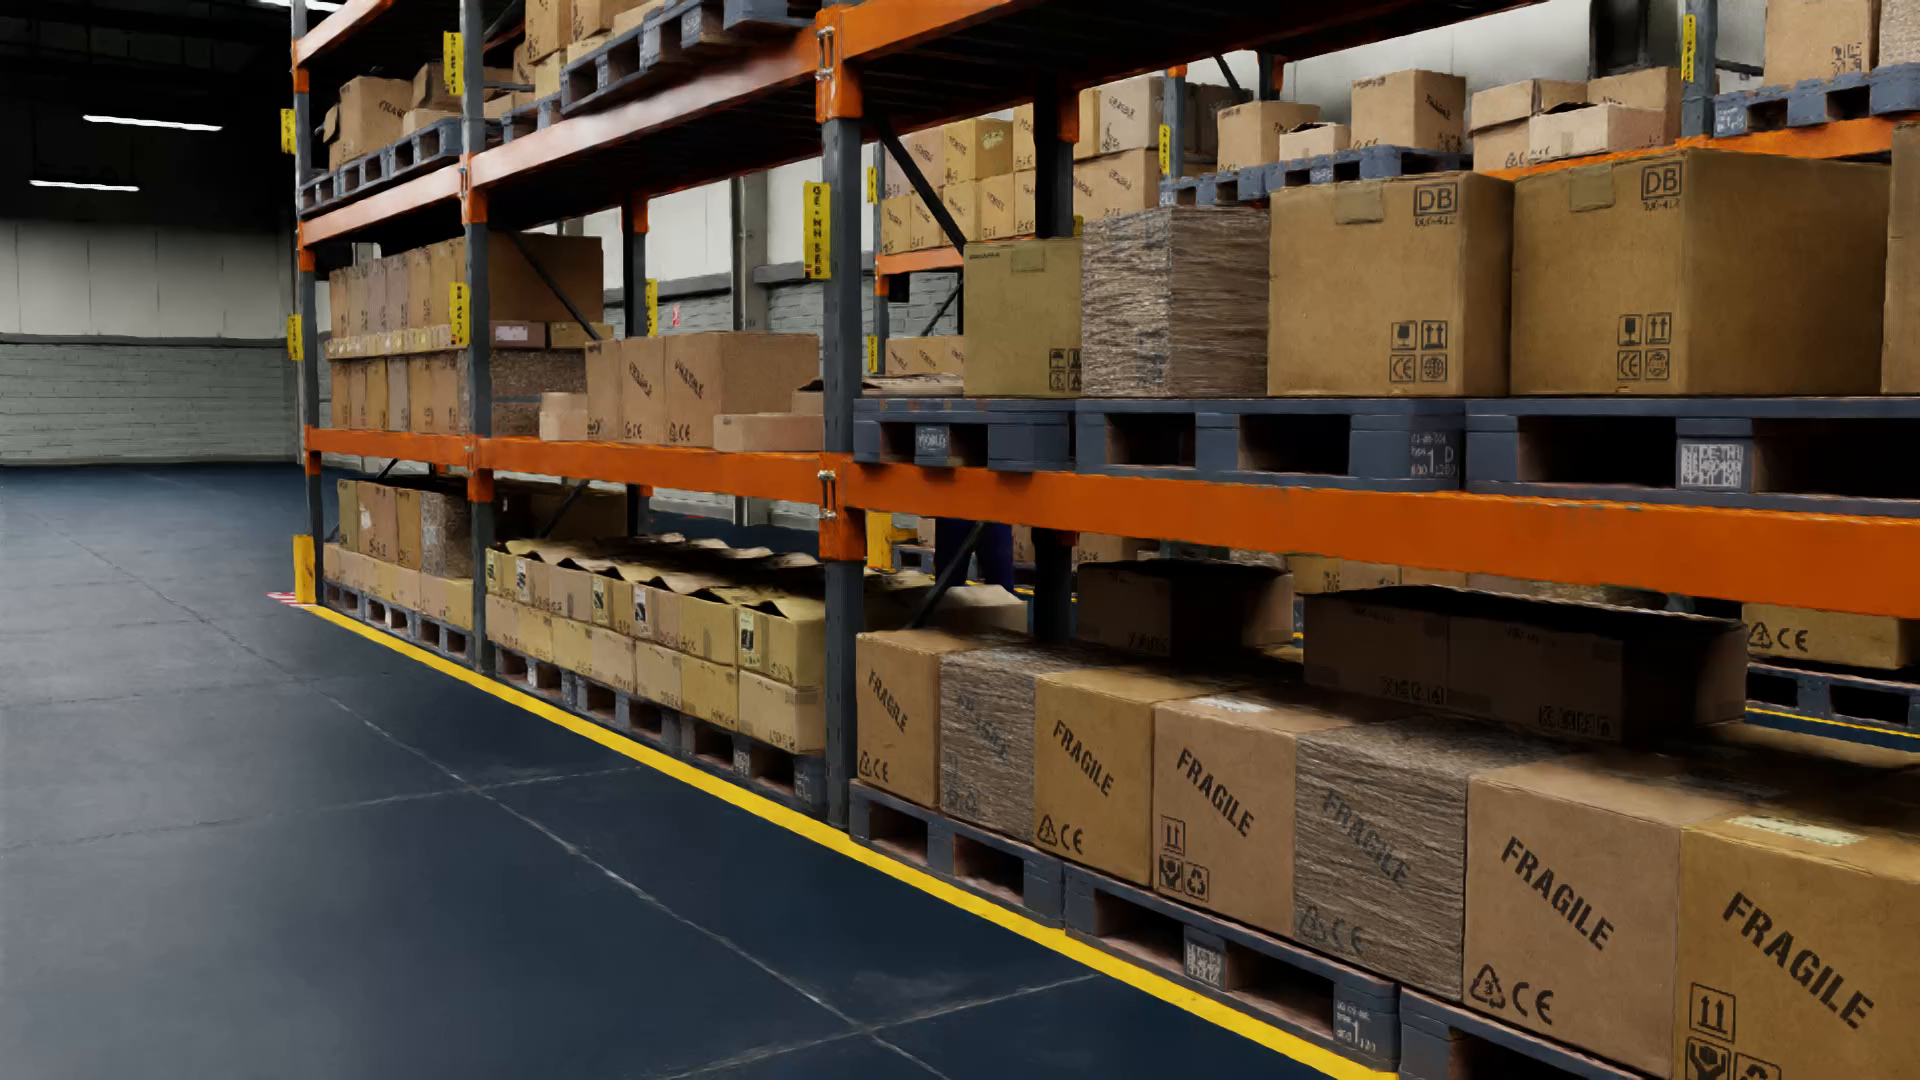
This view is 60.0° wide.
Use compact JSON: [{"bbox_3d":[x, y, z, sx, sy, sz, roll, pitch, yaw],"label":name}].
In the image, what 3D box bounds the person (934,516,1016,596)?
[{"bbox_3d":[0.082,-0.063,8.848,0.484,1.636,0.396,2,5,24],"label":"person"}]
